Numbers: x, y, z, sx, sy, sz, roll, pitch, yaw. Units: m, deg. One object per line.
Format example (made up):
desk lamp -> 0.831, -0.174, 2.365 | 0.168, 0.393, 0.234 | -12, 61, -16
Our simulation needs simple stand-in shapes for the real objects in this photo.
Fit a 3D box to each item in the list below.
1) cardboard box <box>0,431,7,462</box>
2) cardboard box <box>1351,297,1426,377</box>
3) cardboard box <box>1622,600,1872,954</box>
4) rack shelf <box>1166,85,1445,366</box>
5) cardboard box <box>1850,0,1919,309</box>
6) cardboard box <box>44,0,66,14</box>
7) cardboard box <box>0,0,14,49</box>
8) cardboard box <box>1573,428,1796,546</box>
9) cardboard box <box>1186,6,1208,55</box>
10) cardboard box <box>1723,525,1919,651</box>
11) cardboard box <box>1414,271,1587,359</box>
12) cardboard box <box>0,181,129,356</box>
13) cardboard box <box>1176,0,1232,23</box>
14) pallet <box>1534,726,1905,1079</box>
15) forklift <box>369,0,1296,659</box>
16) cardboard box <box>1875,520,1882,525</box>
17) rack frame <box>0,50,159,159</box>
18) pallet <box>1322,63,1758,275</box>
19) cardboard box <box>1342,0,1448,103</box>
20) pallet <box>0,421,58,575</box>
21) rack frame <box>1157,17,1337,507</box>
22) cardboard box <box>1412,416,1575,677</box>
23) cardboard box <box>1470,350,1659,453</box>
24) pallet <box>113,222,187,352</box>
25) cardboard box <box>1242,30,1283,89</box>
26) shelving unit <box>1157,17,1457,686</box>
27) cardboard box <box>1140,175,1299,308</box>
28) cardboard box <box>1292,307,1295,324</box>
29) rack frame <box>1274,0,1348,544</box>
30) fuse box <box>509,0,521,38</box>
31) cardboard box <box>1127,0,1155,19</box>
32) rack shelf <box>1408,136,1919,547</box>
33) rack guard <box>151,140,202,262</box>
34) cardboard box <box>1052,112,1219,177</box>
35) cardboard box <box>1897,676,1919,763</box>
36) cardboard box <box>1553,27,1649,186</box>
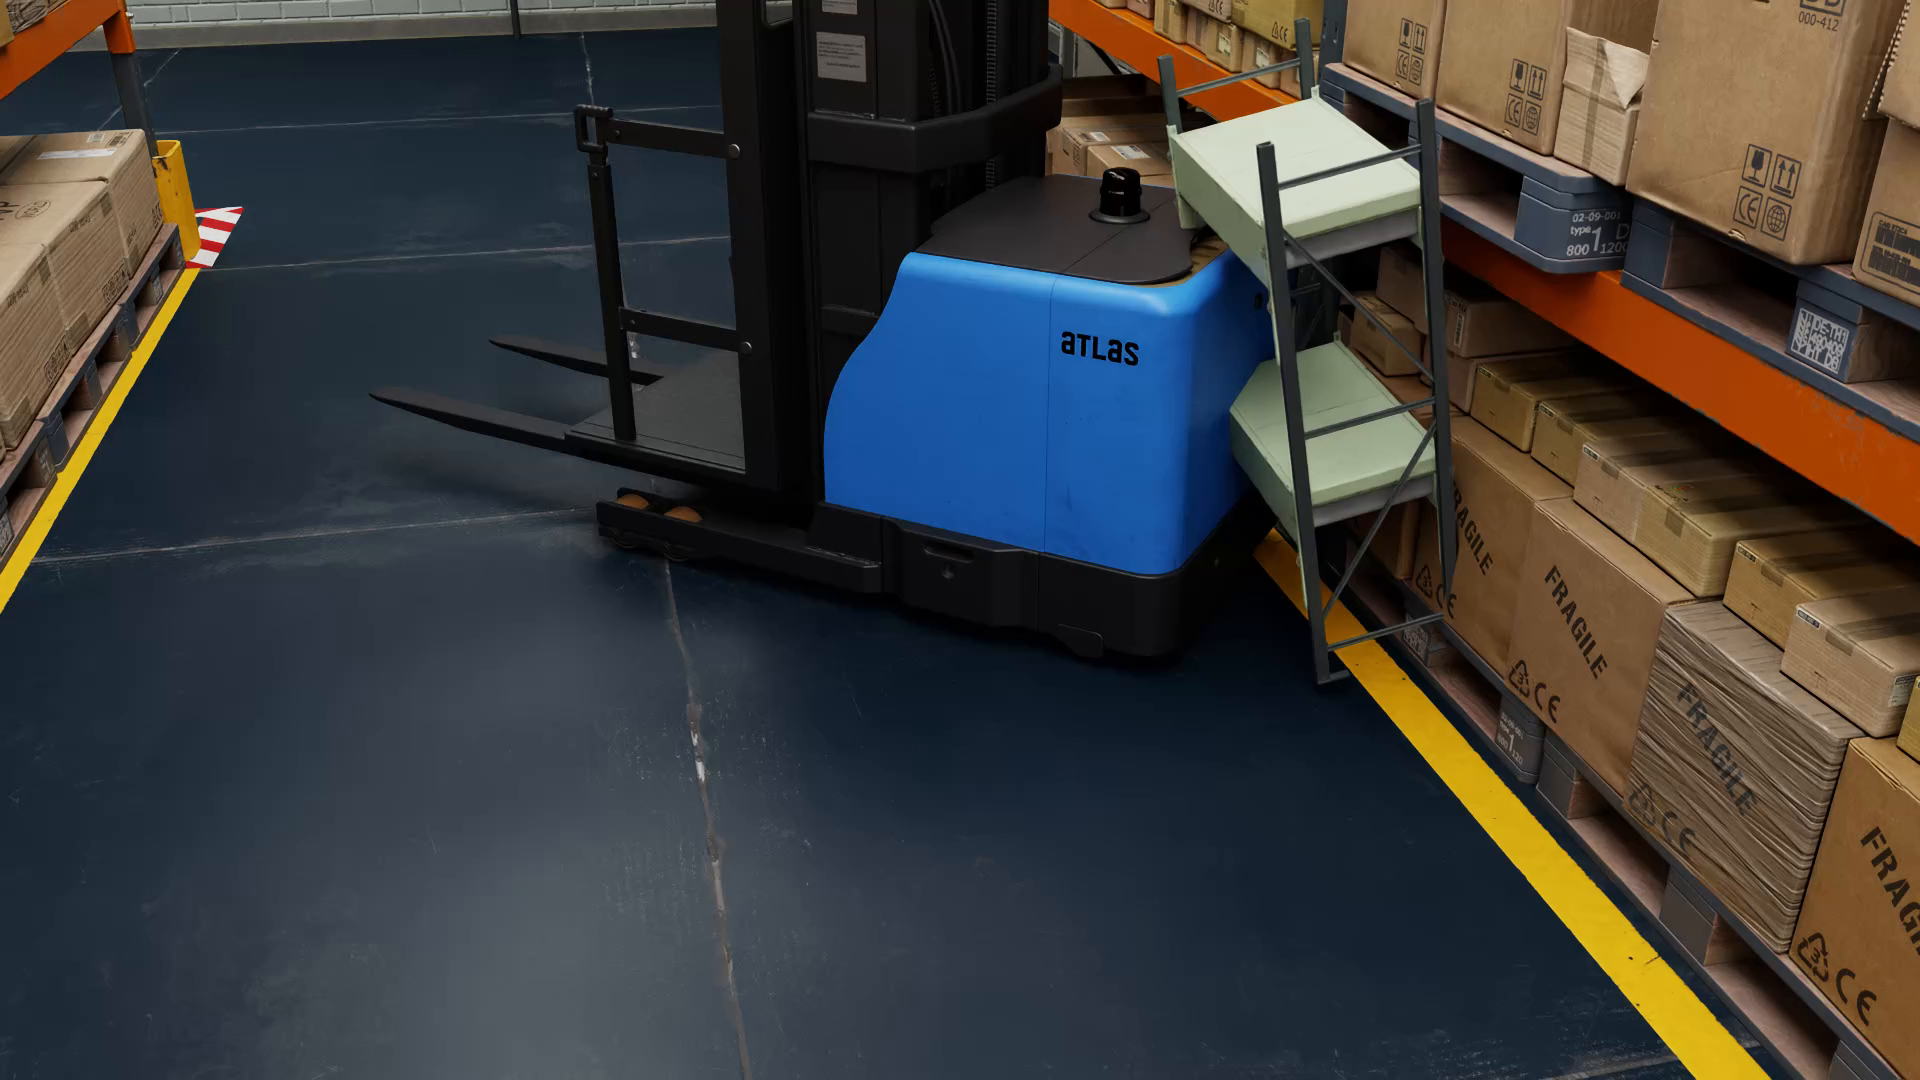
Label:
cardboard box -> -3.366, -0.229, 4.752 | 0.875, 0.438, 0.875 | -6, 27, -12
cardboard box -> 1.328, -0.581, 4.661 | 0.380, 0.149, 0.250 | -5, 27, -9
cardboard box -> 1.745, 0.440, 3.358 | 0.500, 0.500, 0.500 | -7, 28, -13
rack shelf -> 0.836, -0.794, 4.104 | 0.431, 0.370, 0.720 | -16, 33, -3
cardboard box -> 1.860, -0.580, 2.489 | 0.797, 0.503, 0.637 | -7, 28, -13
cardboard box -> -3.765, -2.293, 6.353 | 0.500, 0.500, 0.500 | -7, 28, -13
cardboard box -> -3.511, -1.843, 5.461 | 0.500, 0.500, 0.500 | -5, 27, -10
cardboard box -> 1.630, -0.123, 3.754 | 0.380, 0.149, 0.250 | -6, 27, -12
cardboard box -> 0.994, -1.748, 5.664 | 0.380, 0.149, 0.250 | -5, 27, -10
cardboard box -> 1.773, 0.101, 3.309 | 0.380, 0.149, 0.250 | -6, 27, -11
cardboard box -> 1.433, -0.605, 4.377 | 0.380, 0.149, 0.250 | -7, 28, -14
cardboard box -> -3.769, -1.018, 6.315 | 0.875, 0.438, 0.875 | -5, 27, -10
cardboard box -> 1.027, -1.888, 5.497 | 0.500, 0.250, 0.500 | -6, 27, -11
pallet -> 2.005, 0.730, 3.569 | 1.003, 0.211, 1.213 | -6, 27, -12
forklift -> -0.554, -1.438, 4.846 | 3.031, 2.935, 1.130 | 13, 30, 24
cardboard box -> 2.204, -0.069, 3.647 | 0.380, 0.149, 0.250 | -6, 27, -11
rack frame -> -4.230, -2.655, 7.181 | 1.000, 3.000, 0.127 | -6, 27, -12
pallet -> 1.580, -0.957, 4.030 | 1.003, 0.211, 1.213 | -6, 27, -12
cardboard box -> 1.398, -1.402, 4.121 | 0.700, 0.500, 0.500 | -5, 27, -10
pallet -> -3.424, 0.004, 5.007 | 1.003, 0.211, 1.213 | -6, 27, -12
rack frame -> 0.844, -0.659, 4.621 | 0.400, 1.500, 0.023 | -16, 33, -3
cardboard box -> 1.526, -0.008, 4.245 | 0.500, 0.500, 0.500 | -6, 27, -12
cardboard box -> 1.535, -0.356, 4.214 | 0.380, 0.149, 0.250 | -7, 28, -14
pallet -> -3.974, -1.067, 7.130 | 1.003, 0.211, 1.213 | -6, 27, -12
cardboard box -> 1.109, -1.519, 5.209 | 0.380, 0.149, 0.250 | -5, 27, -10
shelving unit -> 0.914, -0.475, 4.313 | 0.431, 1.500, 0.755 | -16, 33, -3
cardboard box -> 1.039, -1.119, 6.446 | 0.700, 0.500, 0.500 | -7, 28, -14
cardboard box -> 1.014, -0.743, 5.961 | 0.396, 0.266, 0.258 | -5, 27, -10
rack frame -> 1.506, -1.405, 4.704 | 1.000, 3.000, 0.127 | -6, 27, -12
fuse box -> -3.444, -4.702, 12.667 | 0.539, 1.711, 0.414 | -6, 27, -12
cardboard box -> 0.858, -2.086, 6.333 | 0.380, 0.149, 0.250 | -6, 27, -12
rack shelf -> 1.957, -0.205, 3.126 | 1.077, 0.370, 4.000 | -6, 27, -12
rack guard -> -4.235, -1.549, 7.765 | 1.175, 0.500, 0.348 | -6, 27, -12
cardboard box -> 0.805, -1.575, 7.349 | 0.700, 0.500, 0.500 | -5, 27, -9
cardboard box -> 1.870, 0.333, 2.850 | 0.380, 0.149, 0.250 | -6, 27, -12
cardboard box -> 1.446, -0.883, 3.354 | 0.396, 0.266, 0.258 | -5, 27, -9
